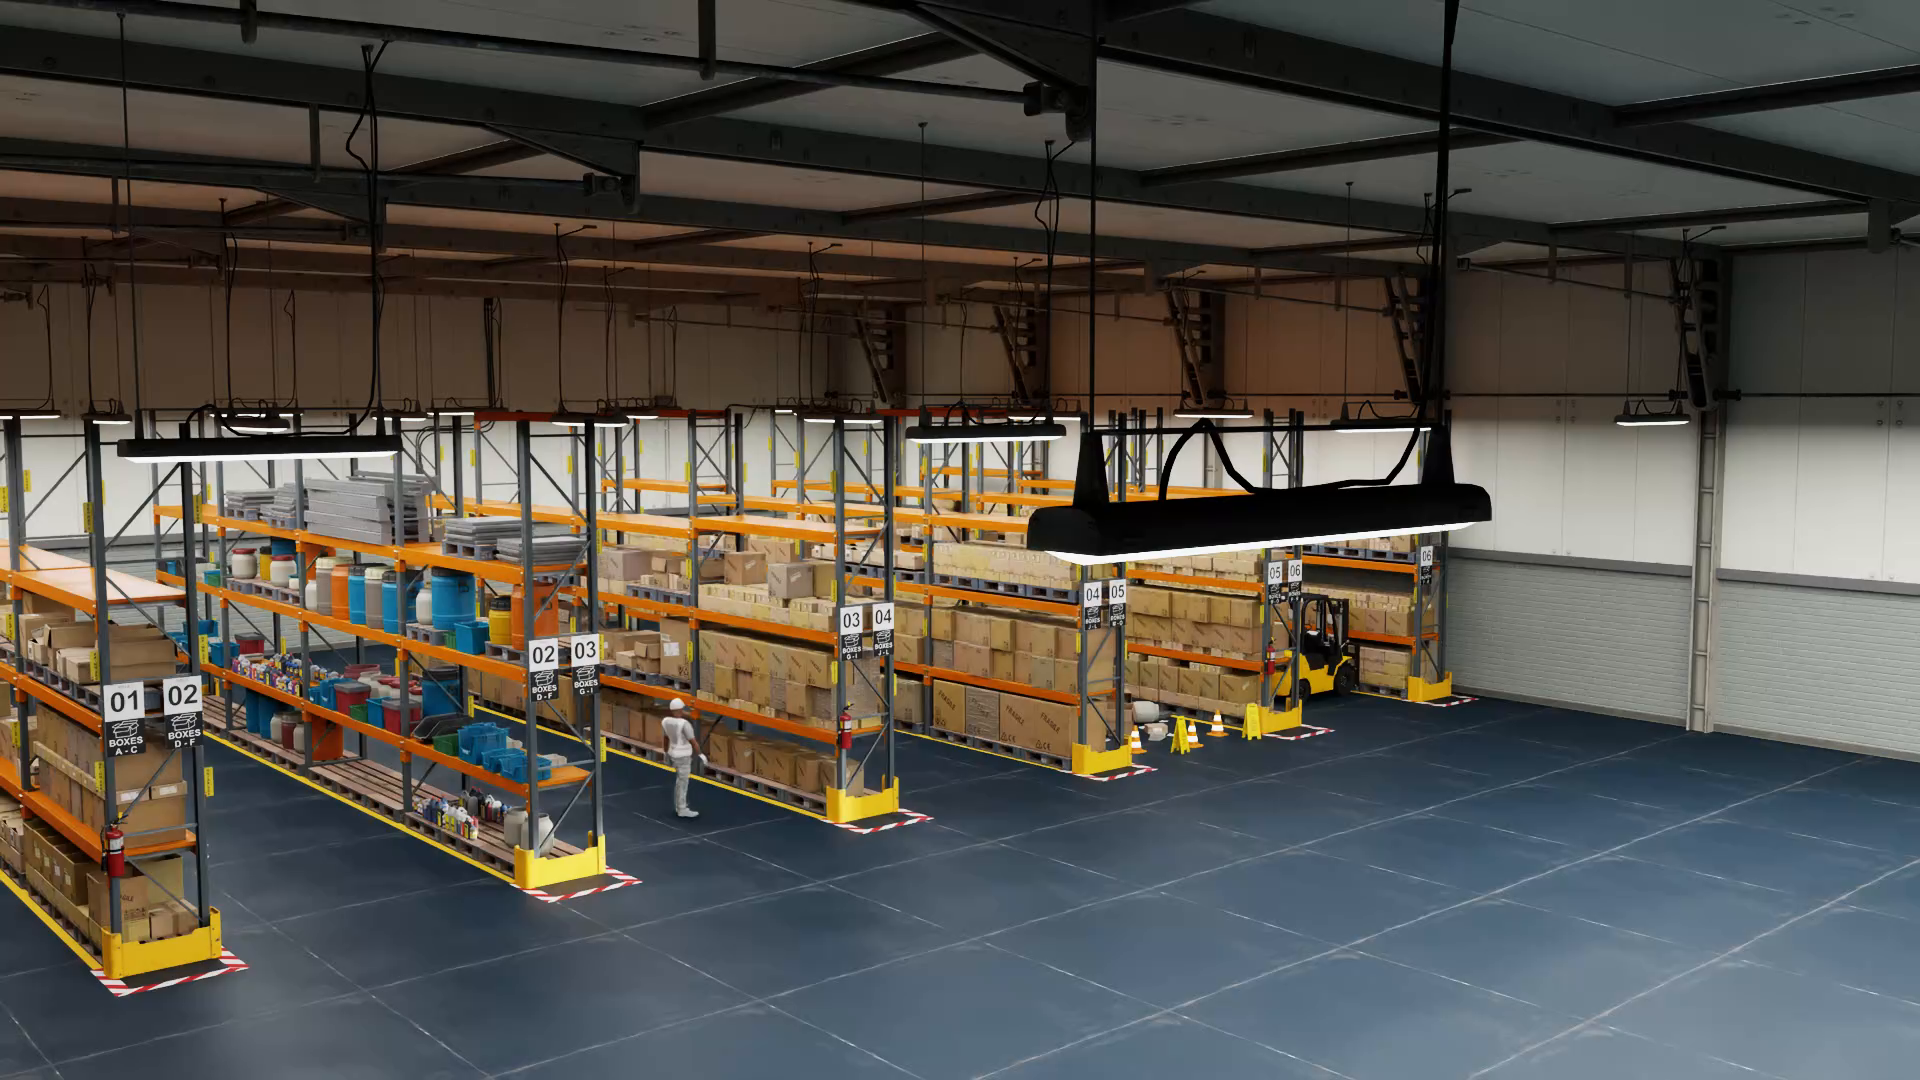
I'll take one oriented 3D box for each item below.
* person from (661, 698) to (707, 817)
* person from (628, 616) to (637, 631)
[{"bbox_3d":[-4.137,3.263,24.918,0.615,1.821,0.585,-2,6,-26],"label":"person"},{"bbox_3d":[-8.249,1.818,41.379,0.571,1.774,0.406,-2,5,-17],"label":"person"}]
